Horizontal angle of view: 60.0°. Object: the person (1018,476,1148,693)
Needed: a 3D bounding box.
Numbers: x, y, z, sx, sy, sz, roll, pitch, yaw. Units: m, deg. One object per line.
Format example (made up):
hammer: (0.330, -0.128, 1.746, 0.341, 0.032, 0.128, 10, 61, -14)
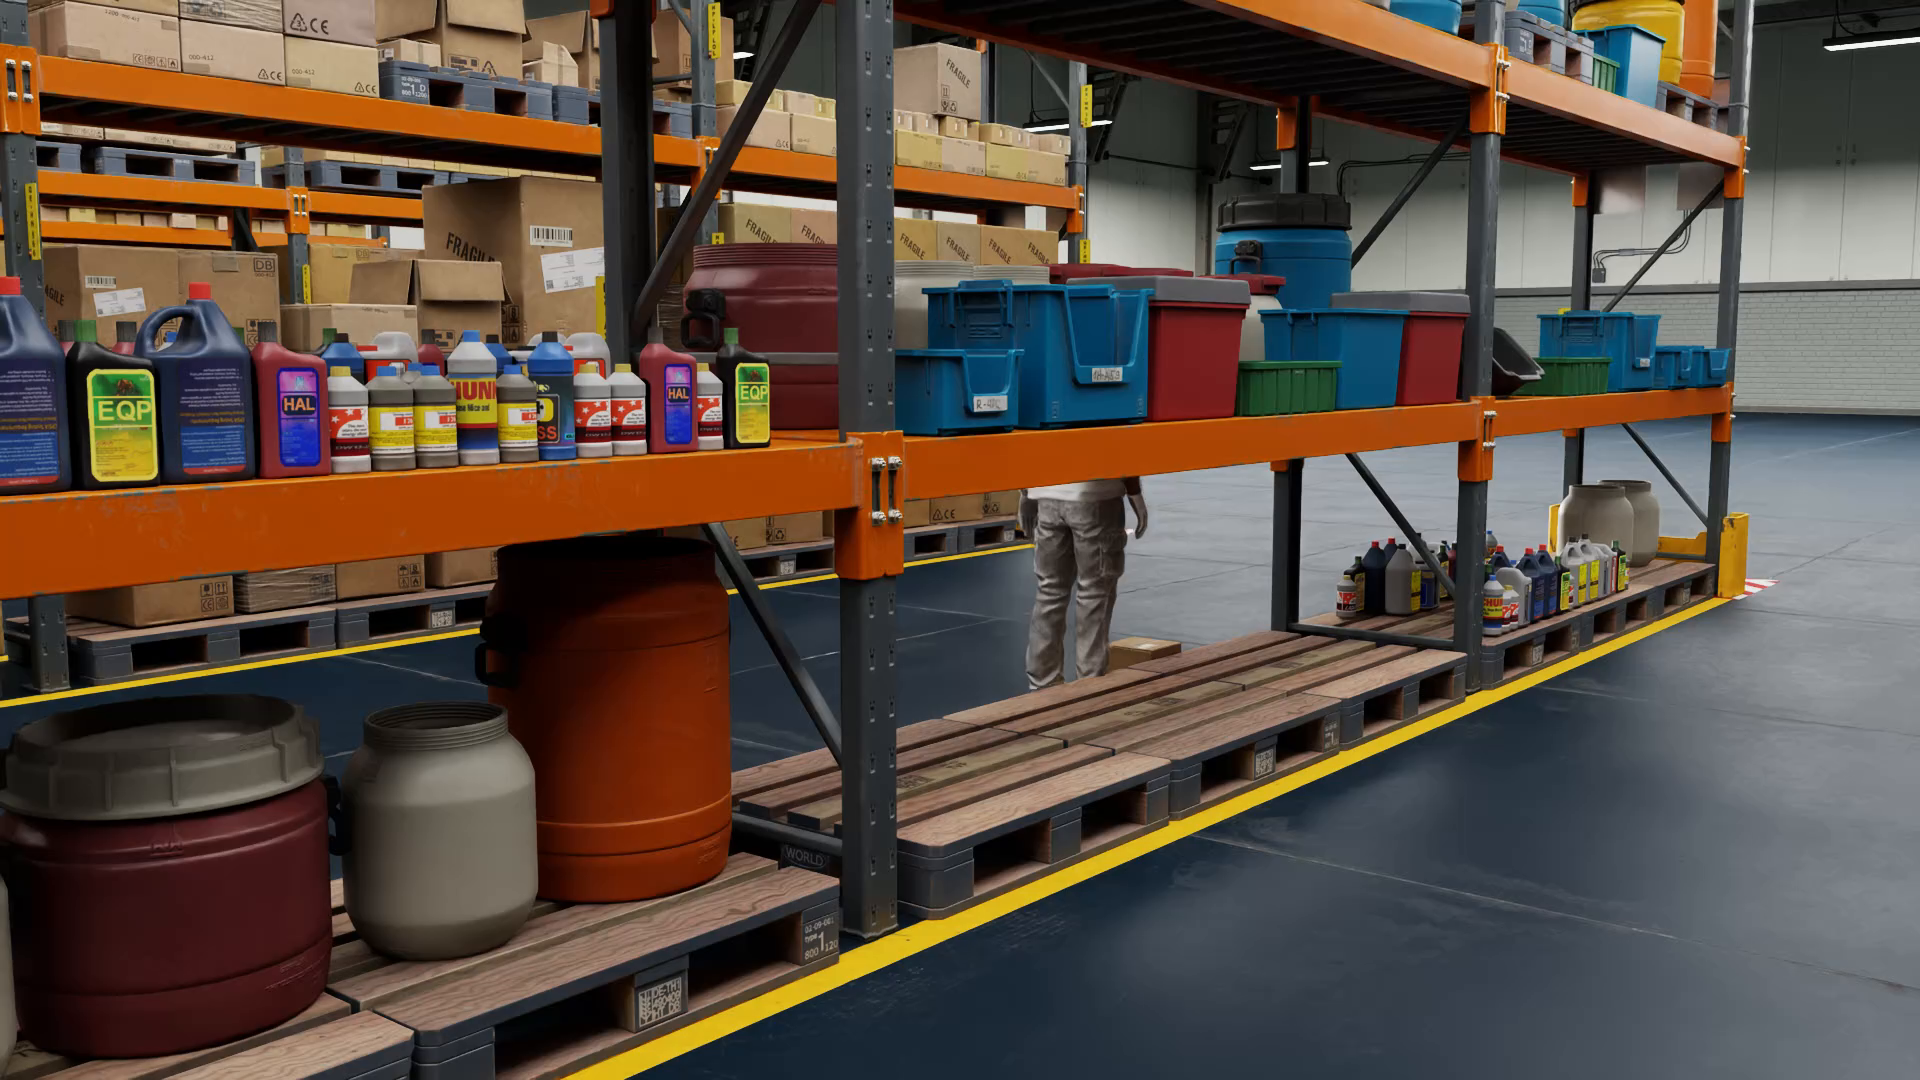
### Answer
person: (0.502, -0.160, 6.866, 0.572, 1.798, 0.417, 5, 9, 39)
